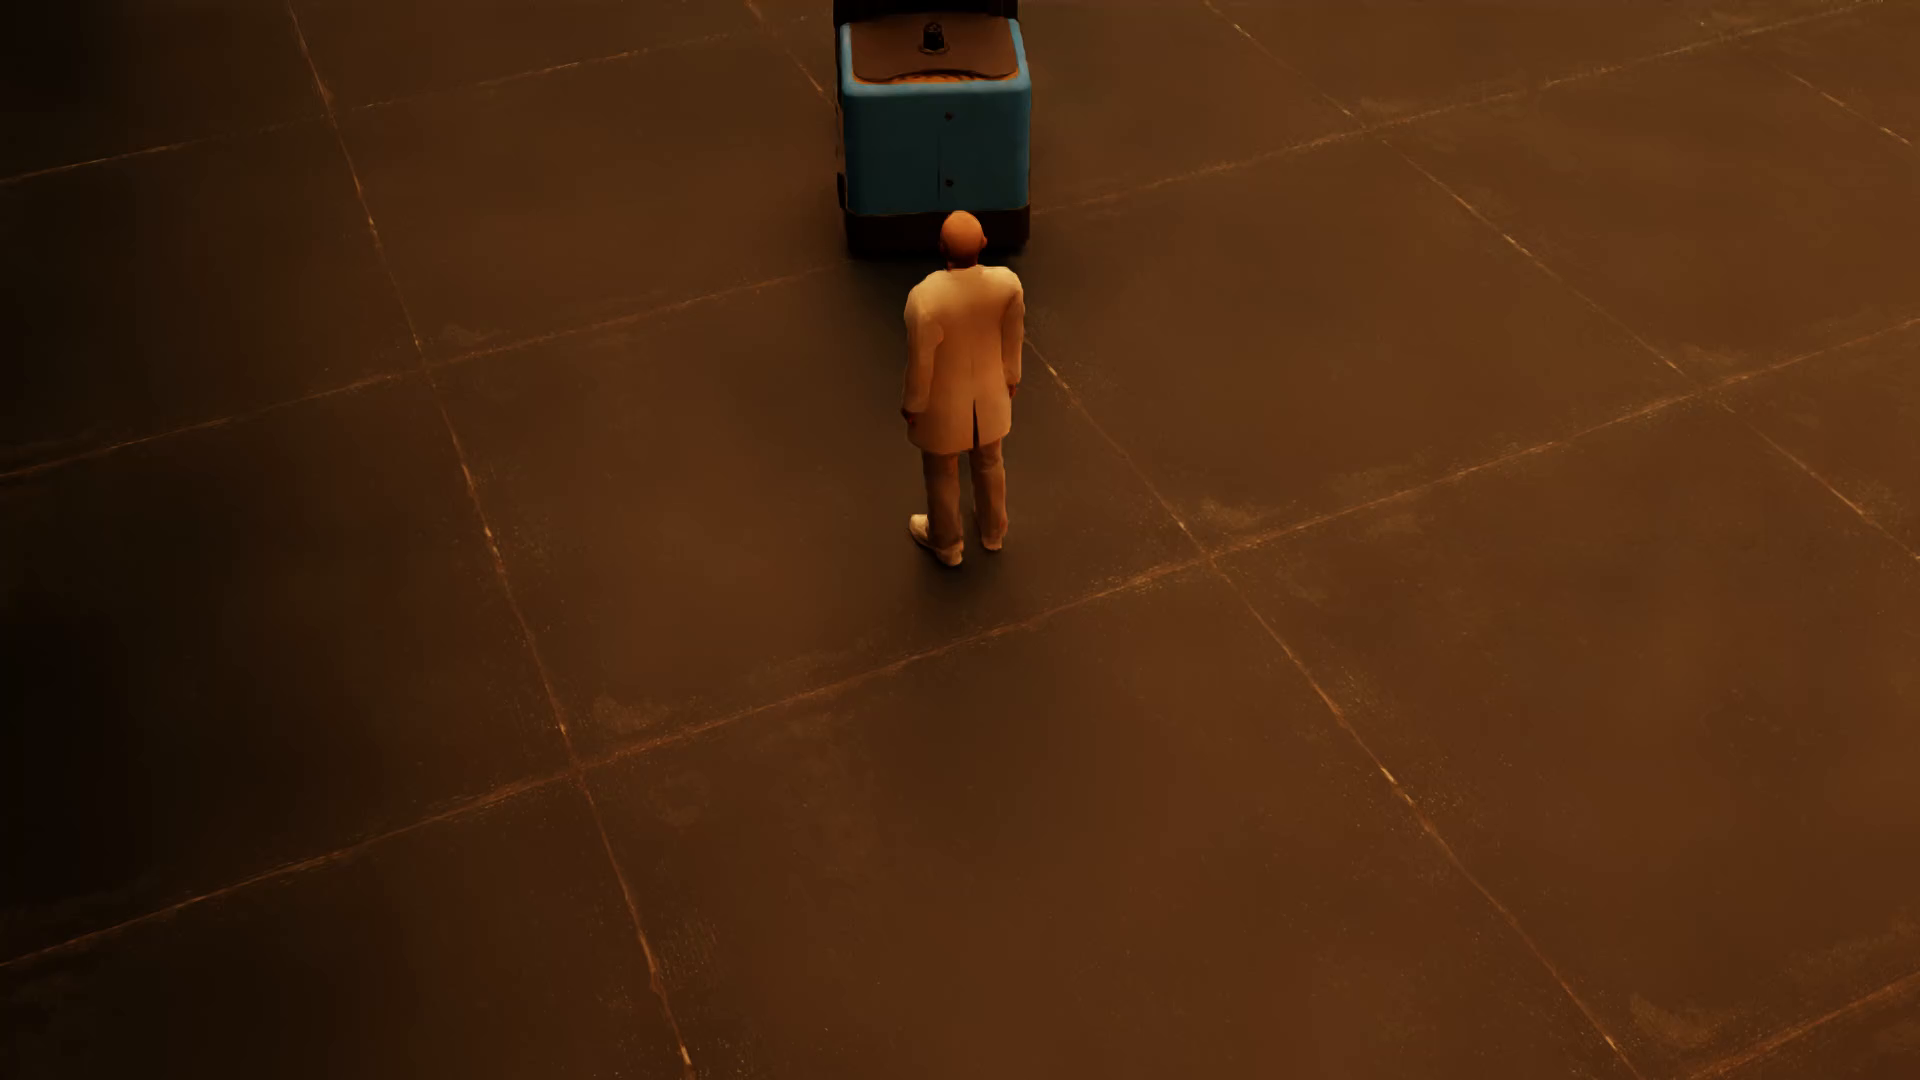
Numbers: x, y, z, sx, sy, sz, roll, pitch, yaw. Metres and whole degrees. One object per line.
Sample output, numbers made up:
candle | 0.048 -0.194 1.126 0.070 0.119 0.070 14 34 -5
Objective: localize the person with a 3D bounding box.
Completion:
person | -0.013 -0.668 7.237 0.558 1.783 0.377 -18 46 -18

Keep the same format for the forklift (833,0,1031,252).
forklift | -0.225 -3.715 9.660 1.130 2.935 3.031 -3 43 -3
